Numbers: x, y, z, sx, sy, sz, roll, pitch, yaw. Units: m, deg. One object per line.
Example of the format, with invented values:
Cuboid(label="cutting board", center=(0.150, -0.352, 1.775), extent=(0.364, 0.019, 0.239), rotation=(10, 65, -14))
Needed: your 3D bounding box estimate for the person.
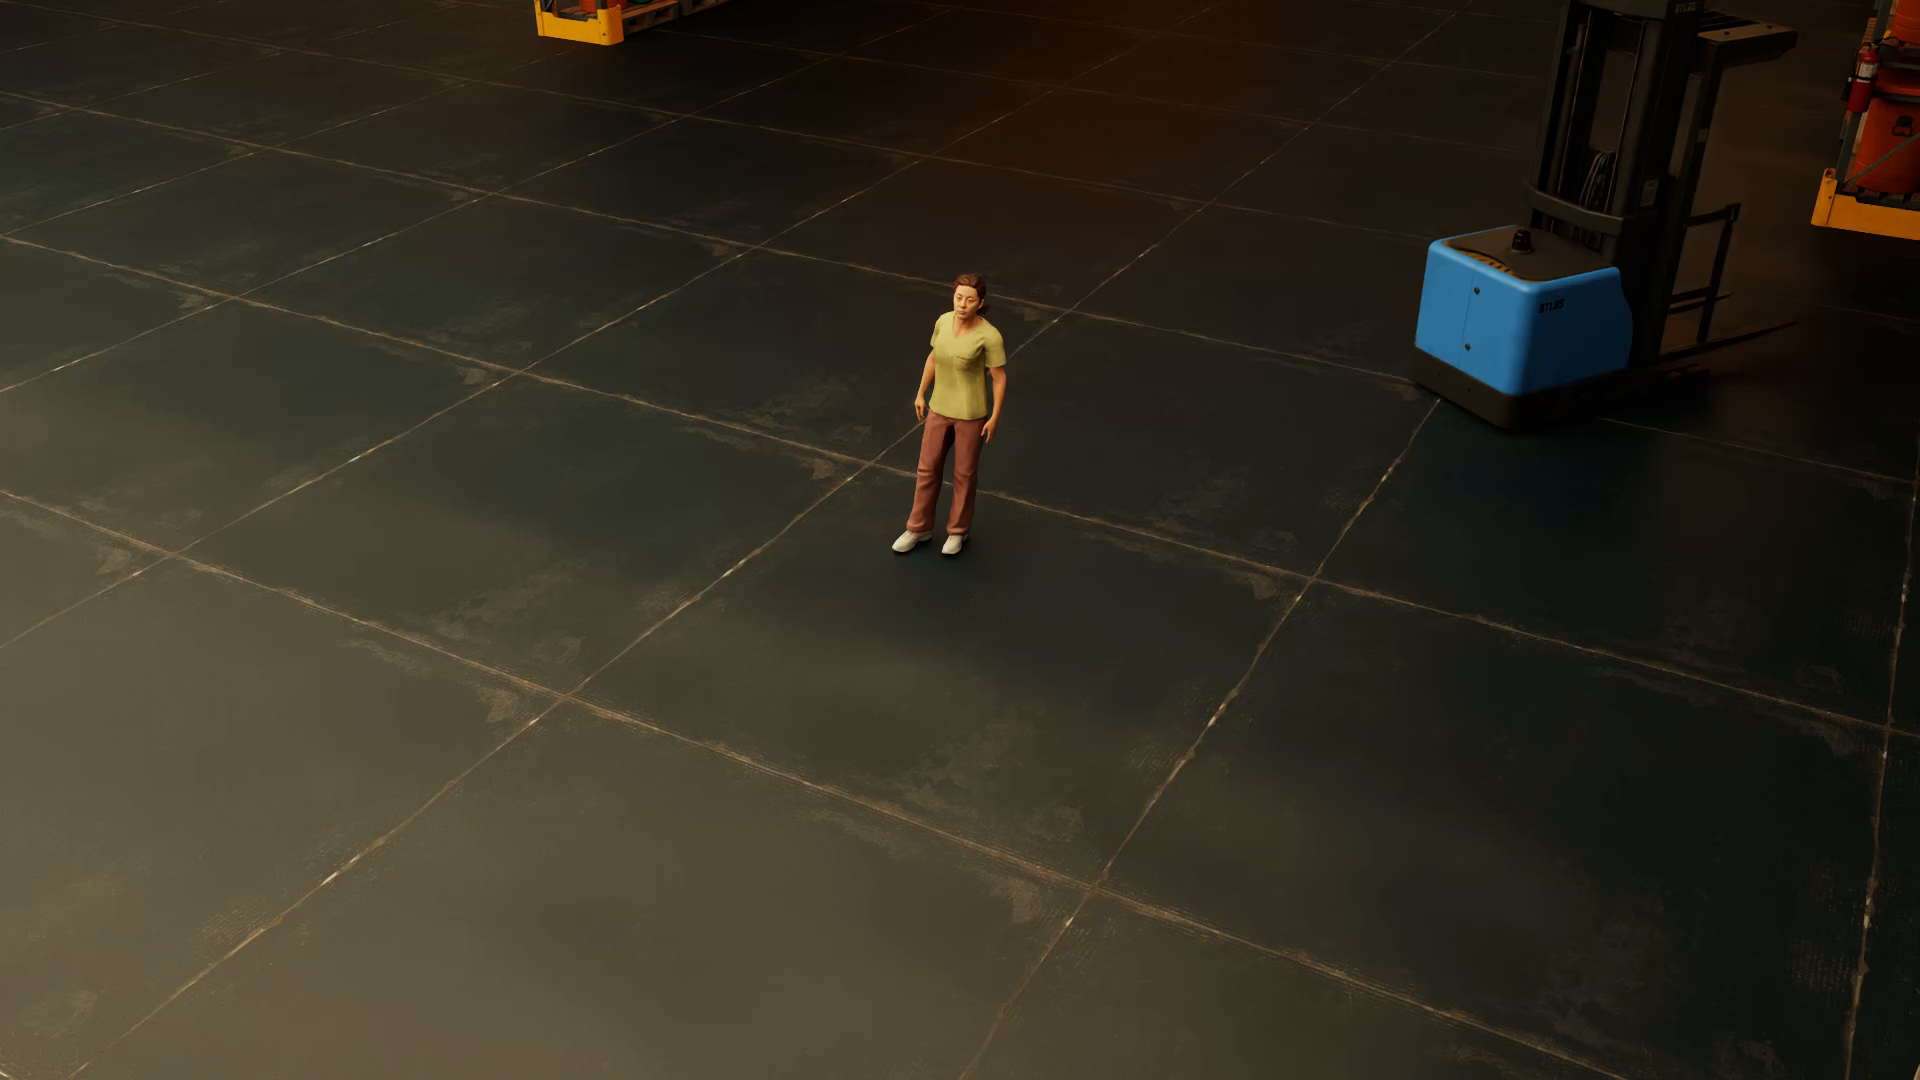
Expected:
Cuboid(label="person", center=(-0.046, -0.703, 9.529), extent=(0.553, 1.673, 0.548), rotation=(15, 33, 25))

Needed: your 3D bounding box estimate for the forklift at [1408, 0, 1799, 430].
Cuboid(label="forklift", center=(4.754, -2.516, 11.430), extent=(3.031, 2.935, 1.130), rotation=(-14, 33, -23))
